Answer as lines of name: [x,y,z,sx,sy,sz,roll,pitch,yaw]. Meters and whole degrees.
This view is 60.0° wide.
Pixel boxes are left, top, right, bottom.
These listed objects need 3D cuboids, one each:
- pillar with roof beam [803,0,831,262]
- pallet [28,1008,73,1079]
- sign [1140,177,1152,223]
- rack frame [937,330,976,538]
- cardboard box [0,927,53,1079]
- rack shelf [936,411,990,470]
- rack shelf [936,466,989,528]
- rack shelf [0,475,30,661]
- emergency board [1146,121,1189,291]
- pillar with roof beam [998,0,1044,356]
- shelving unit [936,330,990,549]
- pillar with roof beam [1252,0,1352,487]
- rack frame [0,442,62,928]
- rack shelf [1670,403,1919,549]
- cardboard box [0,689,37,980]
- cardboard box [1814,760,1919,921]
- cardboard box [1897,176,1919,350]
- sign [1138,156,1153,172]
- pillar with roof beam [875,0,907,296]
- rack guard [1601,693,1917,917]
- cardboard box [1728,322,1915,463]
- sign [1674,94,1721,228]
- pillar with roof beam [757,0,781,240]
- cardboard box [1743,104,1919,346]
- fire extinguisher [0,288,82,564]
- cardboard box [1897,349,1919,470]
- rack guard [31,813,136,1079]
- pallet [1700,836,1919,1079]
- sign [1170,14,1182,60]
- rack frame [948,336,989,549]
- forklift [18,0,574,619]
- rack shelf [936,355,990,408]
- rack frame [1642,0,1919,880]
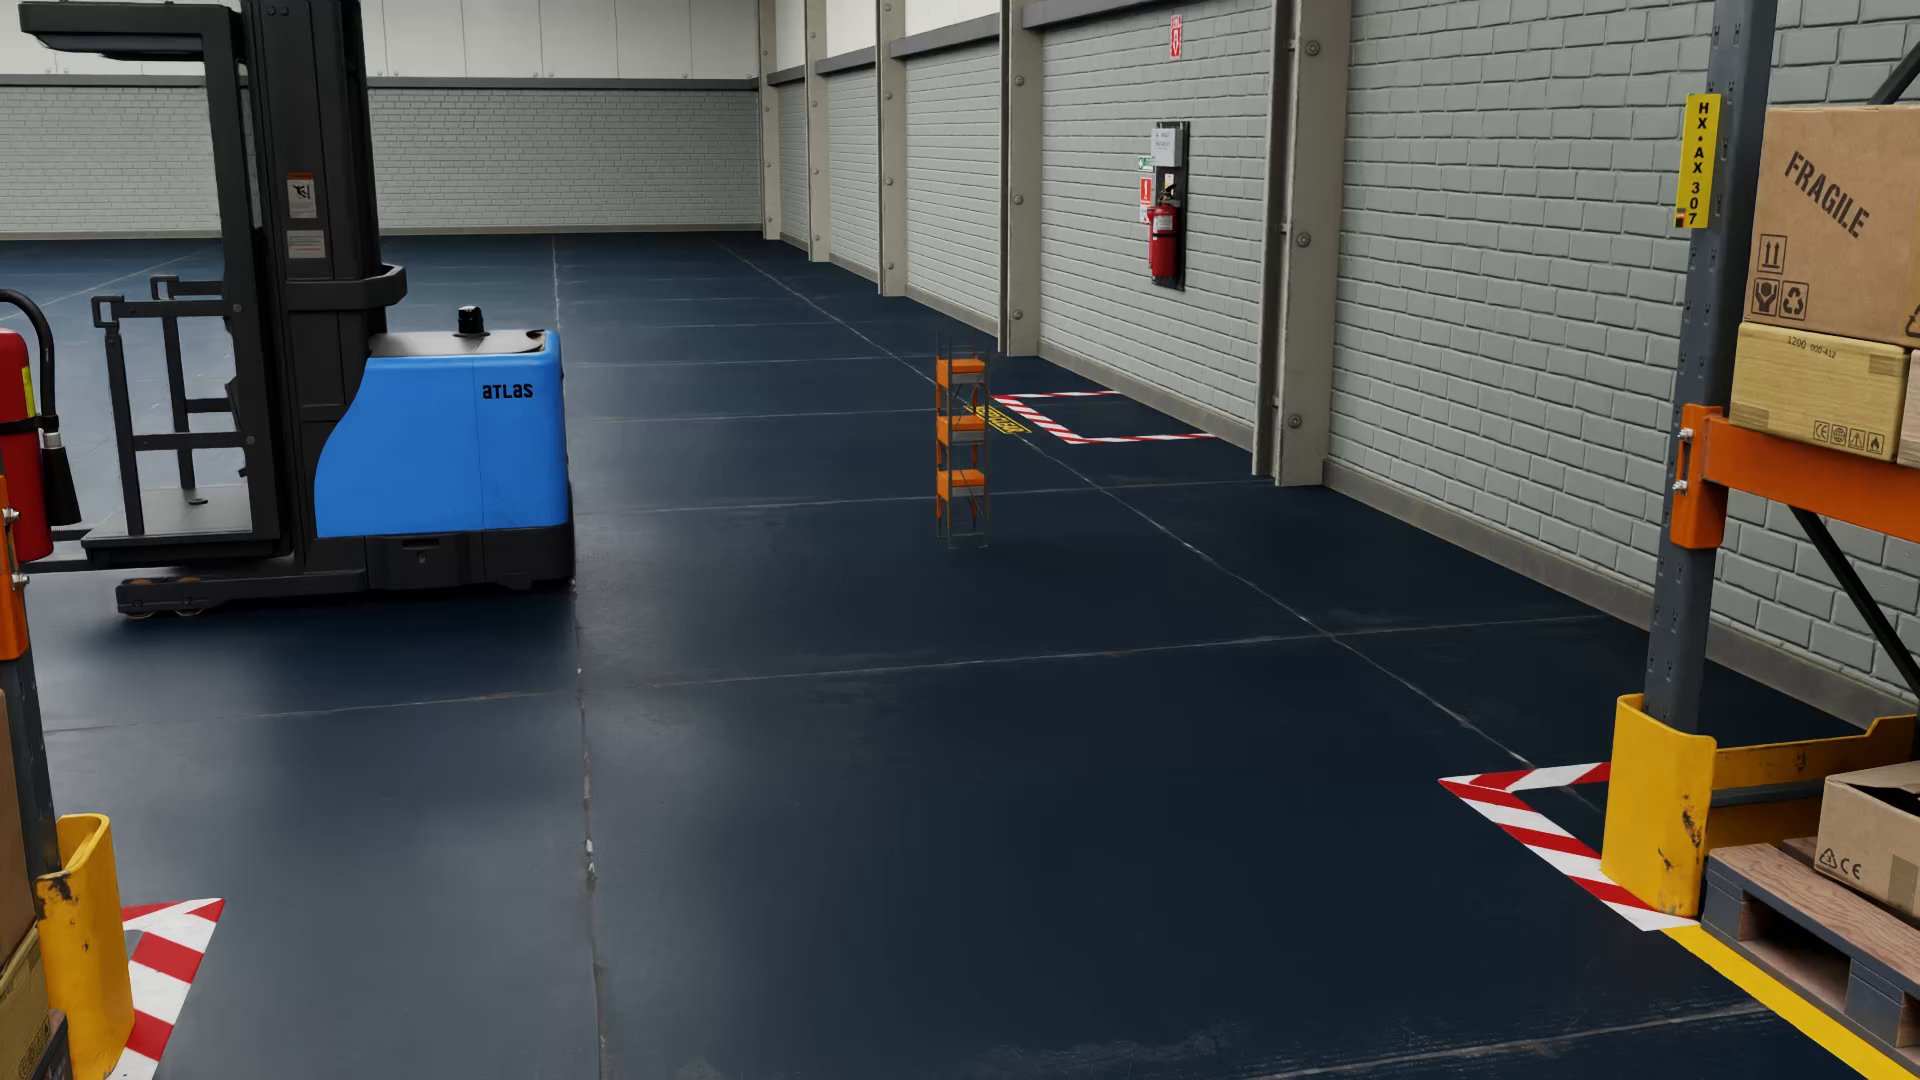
pillar with roof beam: [-6.449,-8.650,24.873,9.100,9.000,0.400,-3,14,-13]
pallet: [-2.227,1.253,2.853,1.003,0.211,1.213,-3,14,-13]
sign: [1.390,-2.546,12.454,0.001,0.329,0.234,-3,14,-13]
rack frame: [-0.016,-0.526,8.367,0.200,1.050,0.008,-3,14,-13]
cardboard box: [-2.034,0.963,3.072,0.500,0.250,0.500,-3,14,-13]
rack shelf: [0.013,-0.487,8.254,0.215,0.259,0.240,-3,14,-13]
rack shelf: [0.013,-0.217,8.320,0.215,0.259,0.240,-3,14,-13]
rack shelf: [-1.978,0.535,1.432,1.077,0.370,4.000,-3,14,-13]
emergency board: [1.420,-2.396,11.913,0.194,1.169,0.643,-3,14,-13]
pillar with roof beam: [-3.631,-5.882,13.542,9.100,9.000,0.400,-3,14,-13]
shelving unit: [0.013,-0.498,8.252,0.215,1.050,0.252,-3,14,-13]
pillar with roof beam: [-2.222,-4.498,7.876,9.100,9.000,0.400,-3,14,-13]
rack frame: [-2.447,-0.276,3.235,1.000,3.000,0.127,-3,14,-13]
rack shelf: [2.837,0.258,2.565,1.077,0.370,4.000,-3,14,-13]
cardboard box: [-2.032,0.599,2.984,0.500,0.500,0.500,-3,14,-13]
cardboard box: [2.442,0.704,3.962,0.500,0.311,0.500,-5,15,-20]
cardboard box: [2.293,-0.612,3.307,0.500,0.500,0.500,-3,14,-13]
sign: [1.383,-2.802,12.385,0.001,0.109,0.331,-3,14,-13]
pillar with roof beam: [-5.040,-7.266,19.207,9.100,9.000,0.400,-3,14,-13]
rack guard: [2.385,0.679,4.593,1.175,0.500,0.348,-3,14,-13]
cardboard box: [2.173,-0.359,3.851,0.500,0.250,0.500,-4,14,-15]
sign: [1.840,-0.943,4.142,0.100,0.325,0.005,-3,14,-13]
pillar with roof beam: [-7.858,-10.034,30.539,9.100,9.000,0.400,-3,14,-13]
cardboard box: [2.187,-0.727,3.776,0.500,0.500,0.500,-3,14,-13]
fire extinguisher: [-2.024,-0.291,3.462,0.296,0.674,0.183,-3,14,-13]
cardboard box: [2.309,-0.240,3.364,0.500,0.250,0.500,-4,14,-15]
rack guard: [-2.453,0.933,3.554,1.175,0.500,0.348,-3,14,-13]
pallet: [2.541,1.009,3.853,1.003,0.211,1.213,-3,14,-13]
sign: [1.515,-3.529,11.668,0.001,0.298,0.199,-3,14,-13]
rack frame: [0.041,-0.470,8.137,0.200,1.050,0.008,-3,14,-13]
forklift: [-3.319,-1.226,7.268,3.031,2.935,1.130,-3,14,-12]
rack shelf: [0.013,-0.763,8.187,0.215,0.259,0.240,-3,14,-13]
rack frame: [2.367,-0.553,4.369,1.000,3.000,0.127,-3,14,-13]
